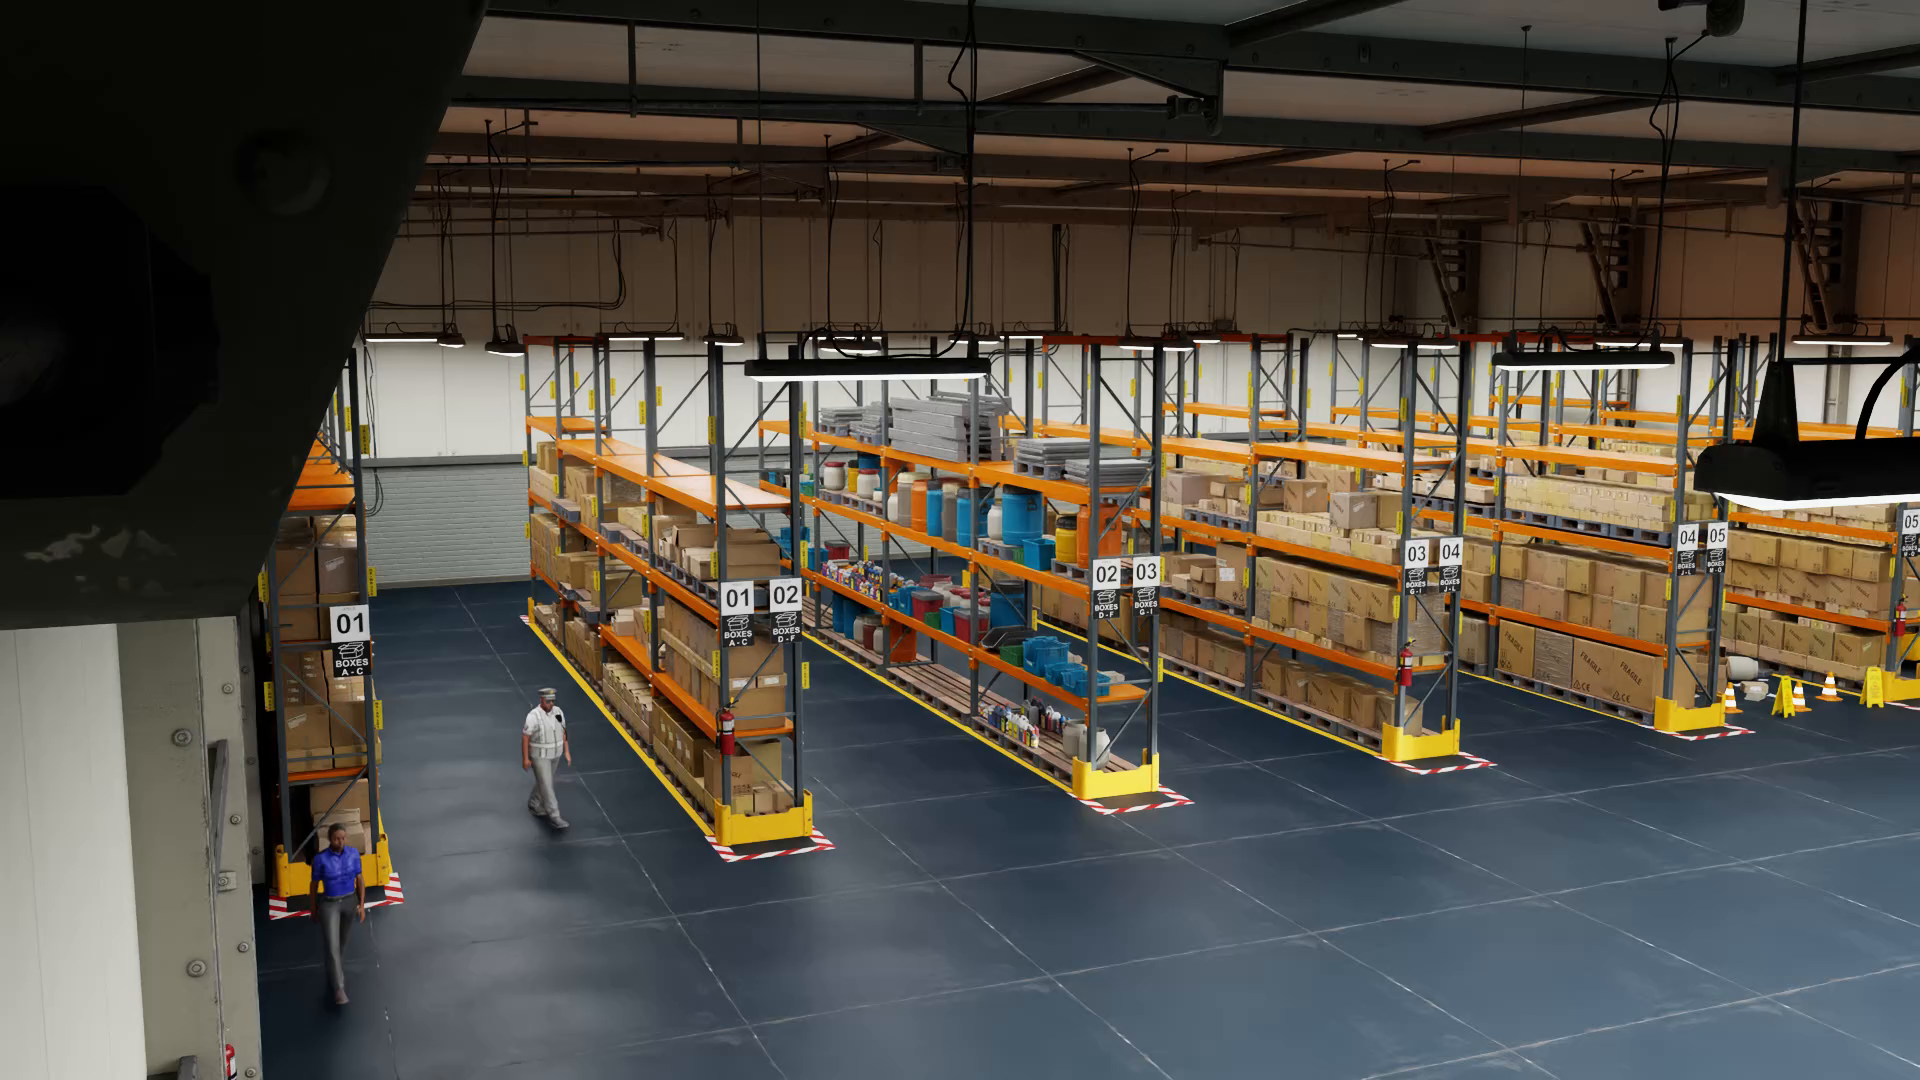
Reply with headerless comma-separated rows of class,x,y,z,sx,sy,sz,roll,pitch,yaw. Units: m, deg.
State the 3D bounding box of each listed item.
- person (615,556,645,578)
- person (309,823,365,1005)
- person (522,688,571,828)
person,-7.117,0.700,35.851,1.018,1.709,0.649,7,10,41
person,-5.820,3.456,15.599,0.500,1.593,0.961,-7,10,-43
person,-5.157,2.694,20.886,1.029,1.698,0.560,5,9,33
